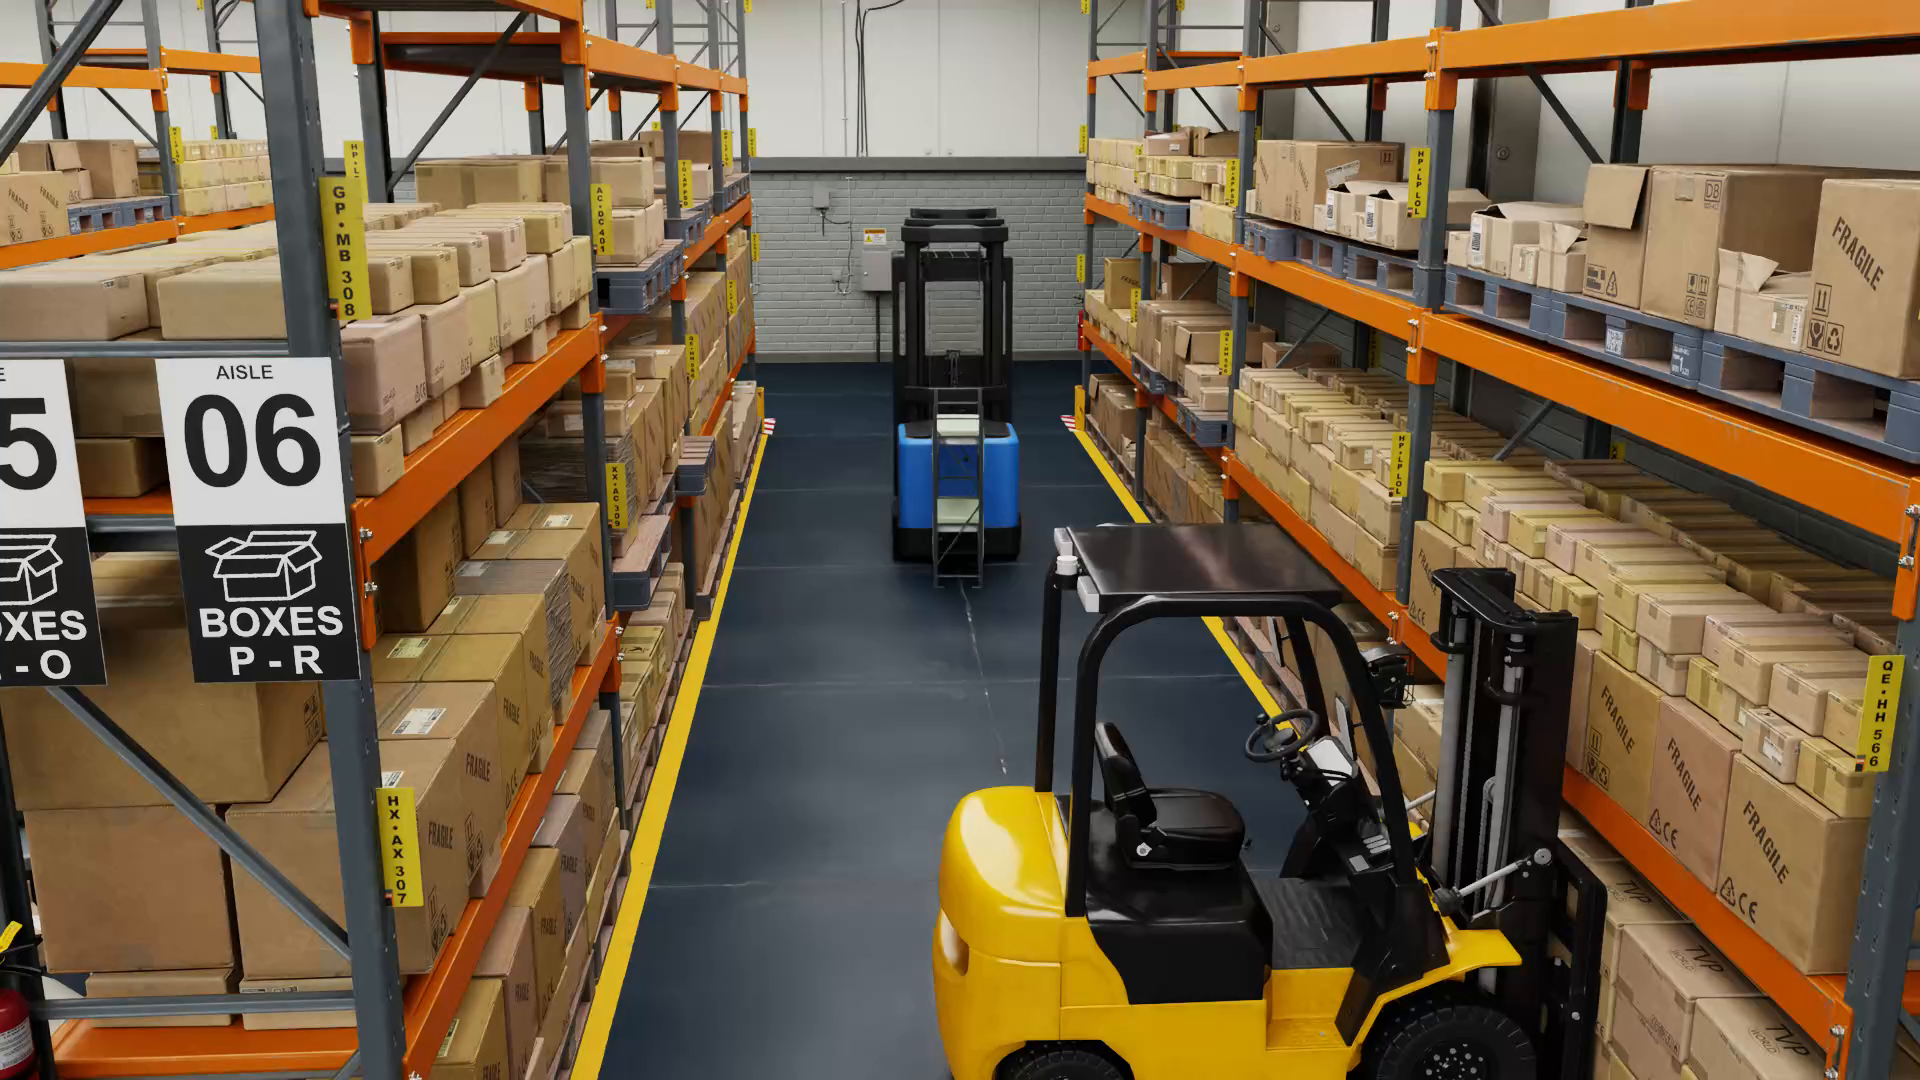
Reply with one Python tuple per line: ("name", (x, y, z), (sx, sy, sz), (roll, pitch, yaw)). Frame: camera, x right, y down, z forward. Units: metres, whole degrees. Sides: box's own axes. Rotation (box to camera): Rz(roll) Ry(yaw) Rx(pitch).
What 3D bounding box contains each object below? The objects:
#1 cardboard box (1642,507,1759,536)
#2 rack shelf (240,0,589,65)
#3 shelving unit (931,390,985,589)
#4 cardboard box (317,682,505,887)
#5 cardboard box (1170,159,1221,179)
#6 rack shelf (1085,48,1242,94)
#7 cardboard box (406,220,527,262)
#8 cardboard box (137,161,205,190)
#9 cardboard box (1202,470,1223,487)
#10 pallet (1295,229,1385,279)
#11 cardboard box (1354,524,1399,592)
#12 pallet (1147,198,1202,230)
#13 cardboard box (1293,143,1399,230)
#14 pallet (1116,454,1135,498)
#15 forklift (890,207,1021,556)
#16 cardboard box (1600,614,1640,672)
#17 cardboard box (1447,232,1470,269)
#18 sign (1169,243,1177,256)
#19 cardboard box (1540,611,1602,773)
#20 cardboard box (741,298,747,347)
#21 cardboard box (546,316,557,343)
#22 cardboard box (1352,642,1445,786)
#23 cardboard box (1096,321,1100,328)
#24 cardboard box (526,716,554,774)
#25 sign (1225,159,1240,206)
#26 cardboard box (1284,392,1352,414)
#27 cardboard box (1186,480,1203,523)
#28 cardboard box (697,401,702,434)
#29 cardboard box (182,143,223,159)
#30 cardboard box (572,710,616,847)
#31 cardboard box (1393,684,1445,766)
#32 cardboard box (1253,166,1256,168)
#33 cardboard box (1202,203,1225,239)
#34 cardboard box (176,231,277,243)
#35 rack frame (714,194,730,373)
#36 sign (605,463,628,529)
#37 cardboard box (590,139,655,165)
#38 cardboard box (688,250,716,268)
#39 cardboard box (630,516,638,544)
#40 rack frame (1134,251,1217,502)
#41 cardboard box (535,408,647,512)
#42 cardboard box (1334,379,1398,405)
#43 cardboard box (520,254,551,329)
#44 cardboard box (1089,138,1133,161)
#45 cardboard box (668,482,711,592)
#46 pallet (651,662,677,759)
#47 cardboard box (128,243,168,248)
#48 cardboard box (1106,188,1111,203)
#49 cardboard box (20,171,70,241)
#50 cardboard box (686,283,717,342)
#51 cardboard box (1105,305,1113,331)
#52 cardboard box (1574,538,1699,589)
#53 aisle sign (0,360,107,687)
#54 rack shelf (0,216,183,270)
("cardboard box", (3.136, -0.039, 7.060), (0.380, 0.149, 0.250), (-1, 14, -4))
("rack shelf", (-2.093, -1.843, 5.579), (1.077, 0.370, 4.000), (-1, 14, -3))
("shelving unit", (-0.016, -0.427, 13.668), (0.431, 1.500, 0.755), (0, 15, 0))
("cardboard box", (-1.757, 0.767, 5.229), (0.500, 0.500, 0.500), (0, 14, -2))
("cardboard box", (1.976, -3.116, 13.960), (0.380, 0.149, 0.250), (-1, 14, -3))
("rack shelf", (2.117, -4.905, 17.480), (1.077, 0.370, 4.000), (-1, 14, -3))
("cardboard box", (-1.832, -1.105, 6.185), (0.380, 0.149, 0.250), (-1, 14, -3))
("cardboard box", (-7.437, -3.418, 15.570), (0.500, 0.250, 0.500), (0, 14, -2))
("cardboard box", (2.215, -0.483, 13.755), (0.380, 0.149, 0.250), (0, 14, -2))
("pallet", (2.693, -1.773, 10.256), (1.003, 0.211, 1.213), (0, 14, -1))
("cardboard box", (2.445, 0.089, 8.961), (0.500, 0.250, 0.500), (-1, 14, -2))
("pallet", (2.279, -2.792, 14.217), (1.213, 0.211, 1.003), (-1, 14, -3))
("cardboard box", (2.354, -2.173, 10.188), (0.500, 0.500, 0.500), (-1, 14, -2))
("pallet", (2.200, -0.672, 17.216), (1.003, 0.211, 1.213), (-1, 14, -3))
("forklift", (-0.084, -1.598, 15.355), (1.130, 2.935, 3.031), (-1, 14, -3))
("cardboard box", (2.580, 0.369, 6.069), (0.380, 0.149, 0.250), (-1, 14, -3))
("cardboard box", (2.462, -1.329, 7.612), (0.380, 0.149, 0.250), (-1, 14, -2))
("sign", (2.549, -3.564, 19.901), (0.100, 0.325, 0.005), (-1, 14, -3))
("cardboard box", (2.595, 0.584, 6.535), (0.500, 0.500, 0.500), (-1, 14, -3))
("cardboard box", (-2.564, -2.321, 17.825), (0.500, 0.500, 0.500), (0, 14, -2))
("cardboard box", (-1.925, -0.915, 7.046), (0.380, 0.149, 0.250), (-1, 14, -3))
("cardboard box", (2.694, 0.955, 9.219), (0.875, 0.625, 0.625), (0, 14, -1))
("cardboard box", (1.802, -2.577, 19.525), (0.380, 0.149, 0.250), (-1, 14, -2))
("cardboard box", (-1.788, 0.792, 6.431), (0.380, 0.149, 0.250), (-1, 14, -3))
("sign", (1.947, -2.552, 11.869), (0.100, 0.325, 0.005), (-1, 14, -3))
("cardboard box", (2.349, -0.879, 10.921), (0.380, 0.149, 0.250), (-1, 14, -3))
("cardboard box", (2.193, -0.206, 13.983), (0.500, 0.500, 0.500), (0, 14, -1))
("cardboard box", (-2.293, -0.960, 13.038), (0.500, 0.250, 0.500), (-1, 14, -5))
("cardboard box", (-7.486, -3.823, 16.344), (0.380, 0.149, 0.250), (-1, 14, -5))
("cardboard box", (-1.912, 1.123, 7.811), (0.500, 0.500, 0.500), (-1, 14, -4))
("cardboard box", (2.454, 0.907, 8.151), (0.500, 0.250, 0.500), (-1, 14, -4))
("cardboard box", (2.262, -2.722, 12.471), (0.380, 0.149, 0.250), (-1, 14, -5))
("cardboard box", (2.183, -2.486, 12.950), (0.500, 0.250, 0.500), (-1, 14, -3))
("cardboard box", (-2.413, -0.968, 5.651), (0.380, 0.149, 0.250), (-1, 14, -2))
("rack frame", (-2.713, -1.774, 15.903), (1.000, 3.000, 0.127), (-1, 14, -3))
("sign", (-1.676, -0.214, 8.102), (0.100, 0.325, 0.005), (-1, 14, -3))
("cardboard box", (-2.947, -3.255, 14.595), (0.500, 0.500, 0.500), (-1, 14, -4))
("cardboard box", (-2.473, -2.704, 16.006), (0.380, 0.149, 0.250), (-1, 14, -4))
("cardboard box", (-1.942, -0.071, 8.944), (0.380, 0.149, 0.250), (-1, 14, -2))
("rack frame", (2.241, -1.852, 16.204), (1.000, 3.000, 0.127), (-1, 14, -3))
("cardboard box", (-1.991, -0.426, 9.023), (0.500, 0.500, 0.500), (-1, 14, -3))
("cardboard box", (2.794, -1.013, 11.442), (0.380, 0.149, 0.250), (-1, 14, -3))
("cardboard box", (-1.871, -0.951, 6.385), (0.500, 0.250, 0.500), (-1, 14, -4))
("cardboard box", (1.770, -4.499, 19.172), (0.500, 0.250, 0.500), (-1, 14, -4))
("cardboard box", (-2.425, -0.127, 12.921), (0.875, 0.875, 0.875), (-1, 14, -4))
("pallet", (-2.345, 1.068, 10.452), (1.003, 0.211, 1.213), (-1, 14, -3))
("cardboard box", (-8.001, -2.718, 16.767), (0.500, 0.500, 0.500), (-1, 14, -2))
("cardboard box", (1.779, -3.712, 17.918), (0.380, 0.149, 0.250), (-1, 14, -3))
("cardboard box", (-7.243, -2.574, 12.789), (0.500, 0.500, 0.500), (-1, 14, -3))
("cardboard box", (-2.383, -1.945, 14.358), (0.500, 0.500, 0.500), (0, 14, -2))
("cardboard box", (1.872, -2.423, 18.127), (0.500, 0.250, 0.500), (-1, 14, -5))
("cardboard box", (2.653, 0.096, 6.535), (0.380, 0.149, 0.250), (-1, 14, -3))
("aisle sign", (-2.255, -0.029, 3.902), (0.394, 0.787, 0.004), (-1, 14, -3))
("rack shelf", (-7.523, -2.280, 13.291), (1.077, 0.370, 4.000), (-1, 14, -3))
